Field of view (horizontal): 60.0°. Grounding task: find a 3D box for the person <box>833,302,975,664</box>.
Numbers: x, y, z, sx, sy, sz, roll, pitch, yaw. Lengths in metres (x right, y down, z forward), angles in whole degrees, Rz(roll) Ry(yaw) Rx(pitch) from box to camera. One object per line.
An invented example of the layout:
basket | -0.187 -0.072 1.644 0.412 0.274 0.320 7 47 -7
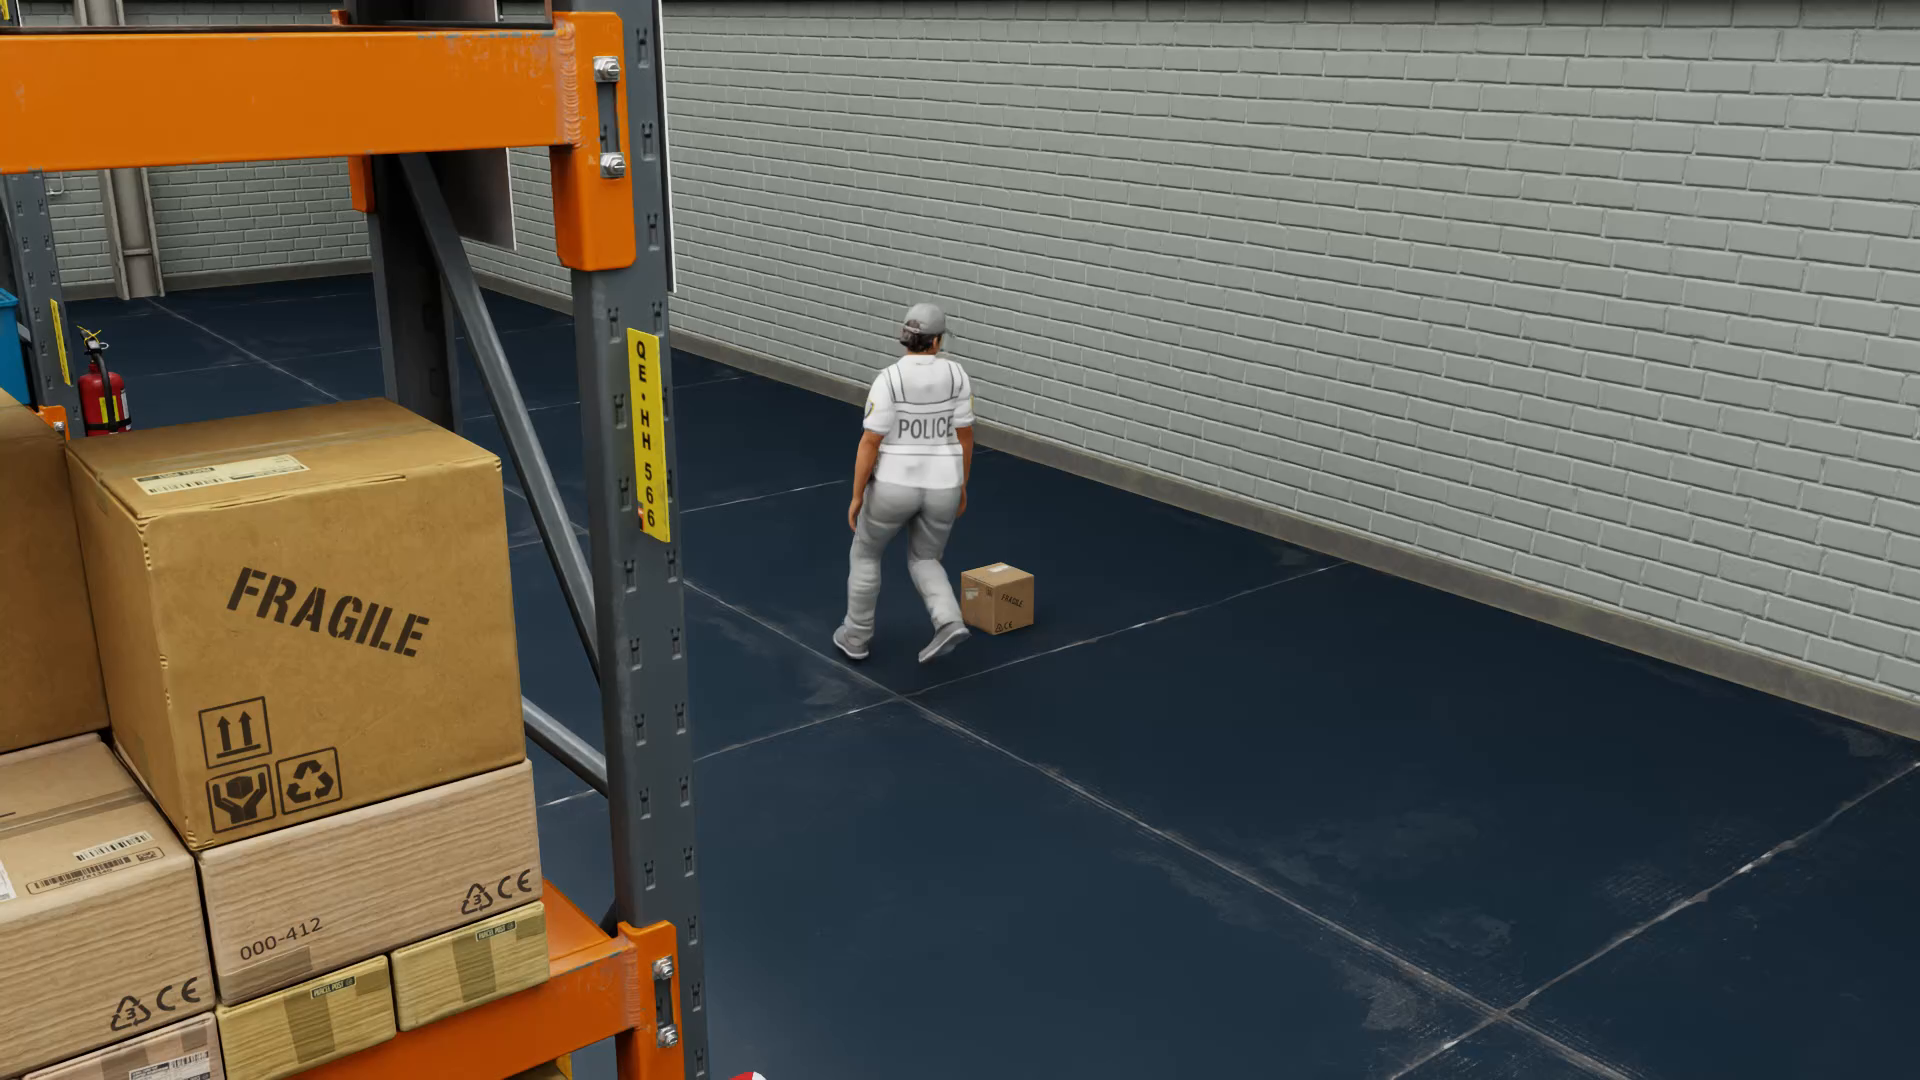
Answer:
person | -0.221 -0.232 7.265 0.576 1.604 0.758 -8 20 -24
